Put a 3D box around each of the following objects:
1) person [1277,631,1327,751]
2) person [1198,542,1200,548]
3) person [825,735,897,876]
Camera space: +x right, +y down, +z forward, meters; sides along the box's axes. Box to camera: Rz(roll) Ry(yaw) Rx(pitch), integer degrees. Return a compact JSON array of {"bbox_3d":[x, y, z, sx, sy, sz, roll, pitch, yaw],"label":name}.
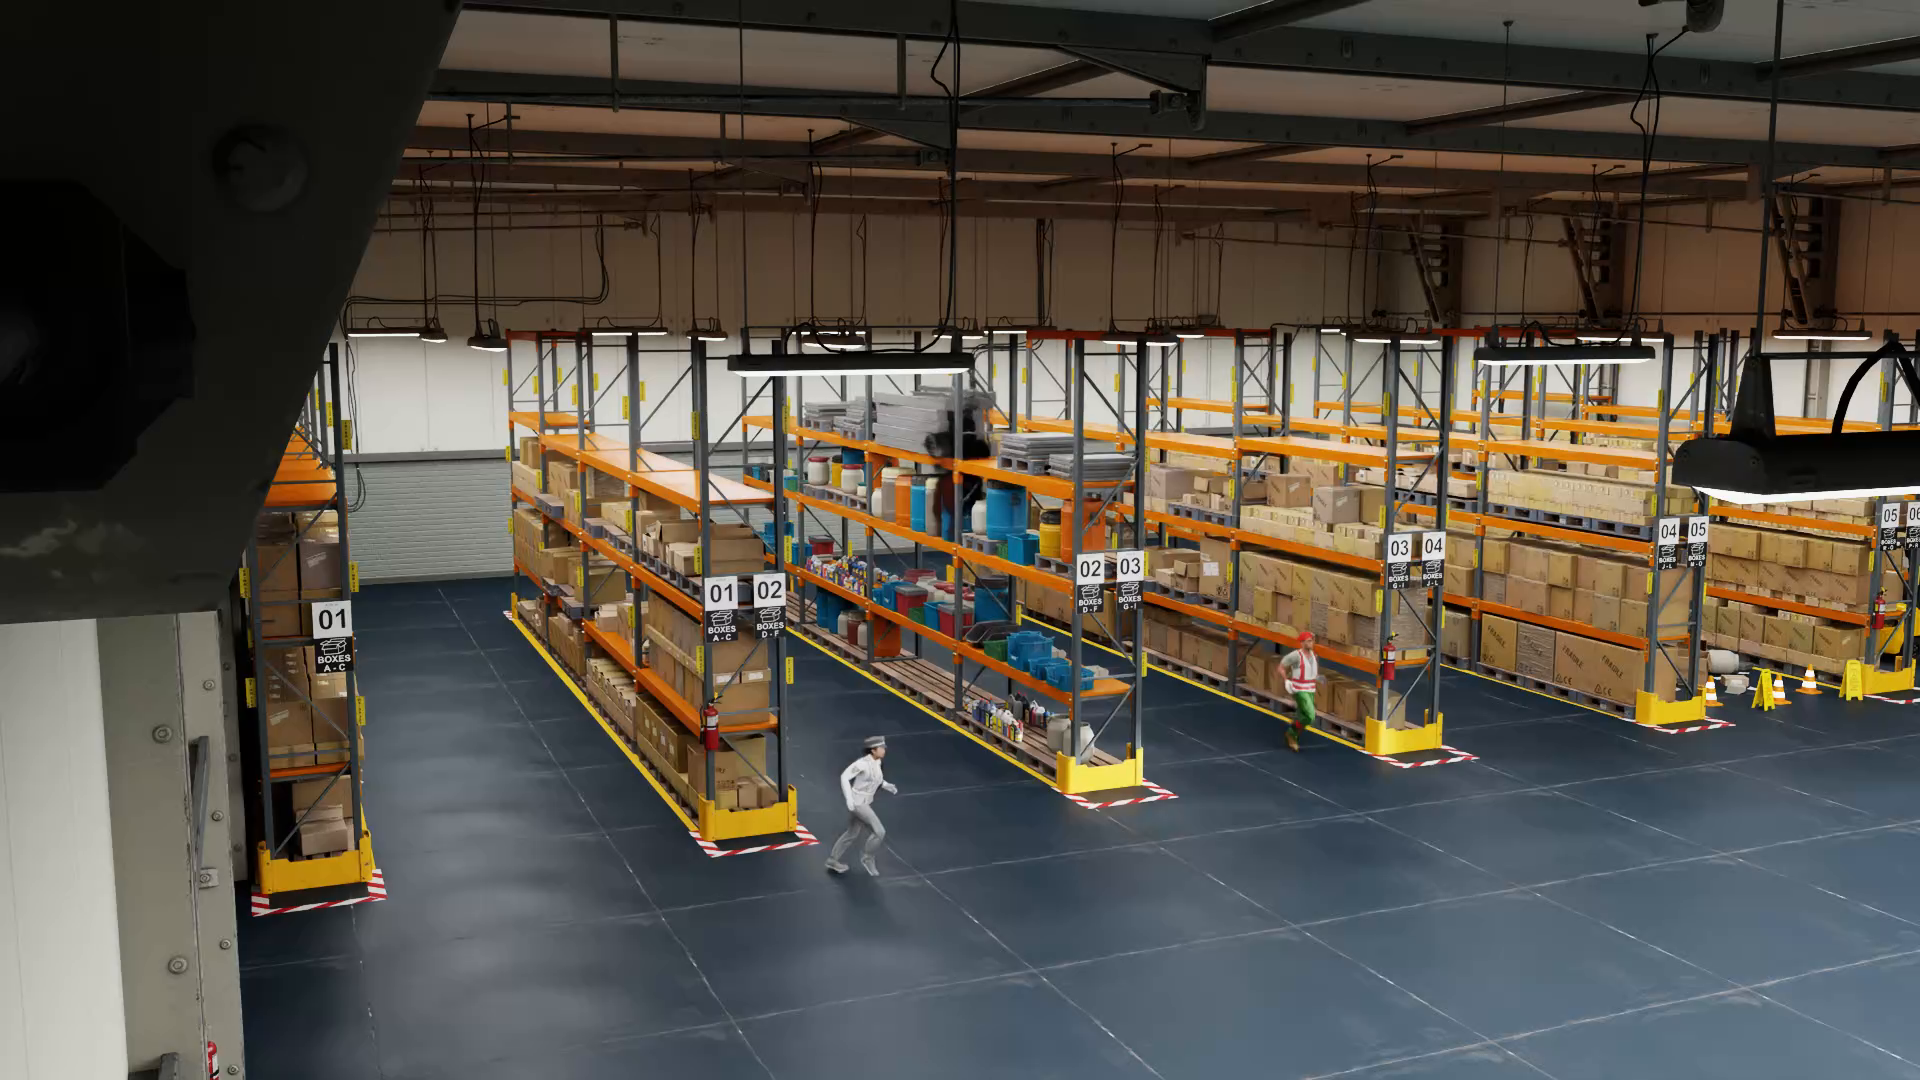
[{"bbox_3d":[4.996,2.189,24.100,0.637,1.734,0.643,-6,10,-37],"label":"person"},{"bbox_3d":[6.364,-0.318,42.605,0.569,1.756,0.660,-2,8,-15],"label":"person"},{"bbox_3d":[-1.130,3.004,18.837,0.826,1.644,0.632,2,8,12],"label":"person"}]
